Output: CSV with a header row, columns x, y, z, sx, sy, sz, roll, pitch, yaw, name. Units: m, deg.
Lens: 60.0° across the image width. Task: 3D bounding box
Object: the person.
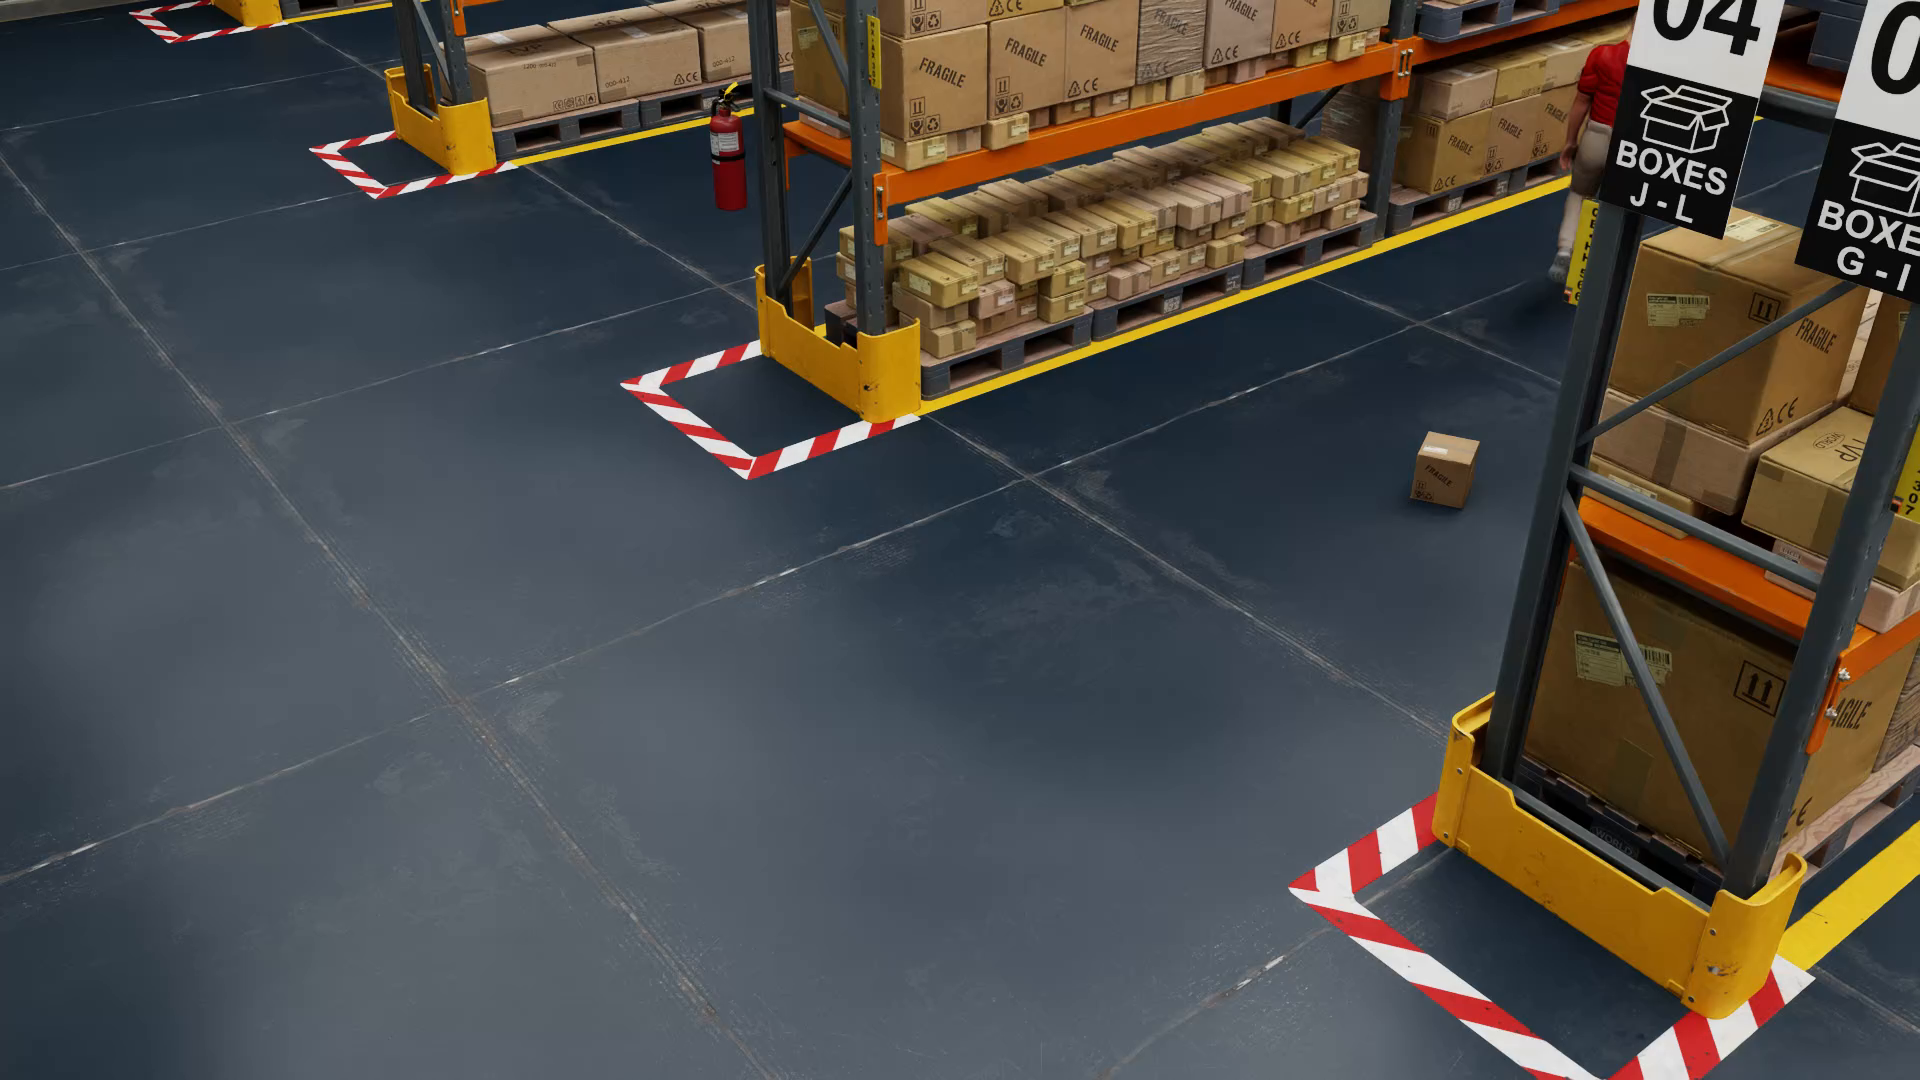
x,y,z,sx,sy,sz,roll,pitch,yaw,name
3.842,-2.277,9.765,0.572,1.716,0.553,26,40,35,person
